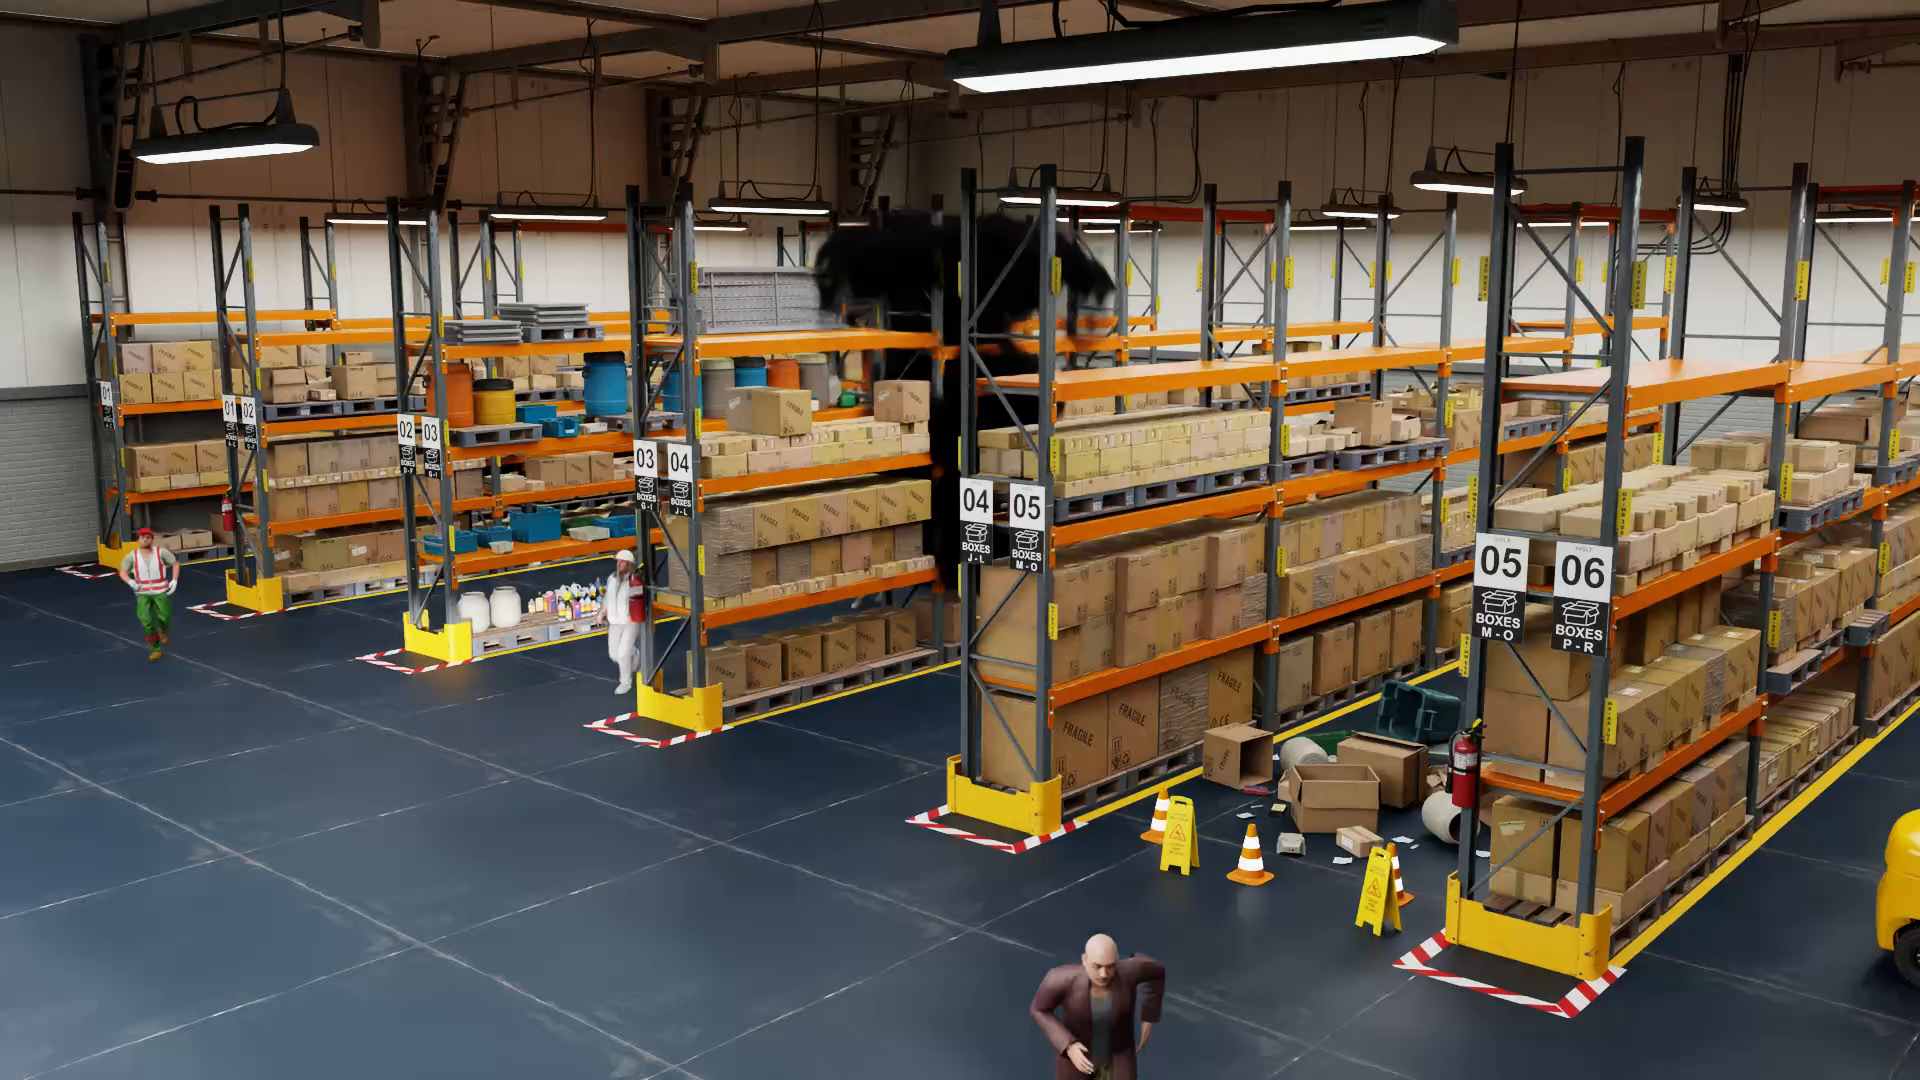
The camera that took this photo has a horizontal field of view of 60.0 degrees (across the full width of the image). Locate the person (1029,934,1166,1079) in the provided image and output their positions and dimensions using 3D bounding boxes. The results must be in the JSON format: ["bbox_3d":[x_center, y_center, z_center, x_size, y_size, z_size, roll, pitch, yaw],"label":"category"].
[{"bbox_3d":[0.738,2.857,9.173,0.754,1.742,1.082,-1,9,-3],"label":"person"}]

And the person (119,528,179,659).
[{"bbox_3d":[-10.625,0.697,21.842,0.715,1.738,0.574,-5,11,-26],"label":"person"}]

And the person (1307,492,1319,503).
[{"bbox_3d":[5.578,0.006,26.391,0.573,1.627,0.568,7,12,37],"label":"person"}]

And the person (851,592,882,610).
[{"bbox_3d":[-1.389,0.122,25.089,0.650,1.828,0.772,6,11,32],"label":"person"}]

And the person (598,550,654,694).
[{"bbox_3d":[-4.045,0.976,20.295,0.668,1.744,0.627,4,10,23],"label":"person"}]
